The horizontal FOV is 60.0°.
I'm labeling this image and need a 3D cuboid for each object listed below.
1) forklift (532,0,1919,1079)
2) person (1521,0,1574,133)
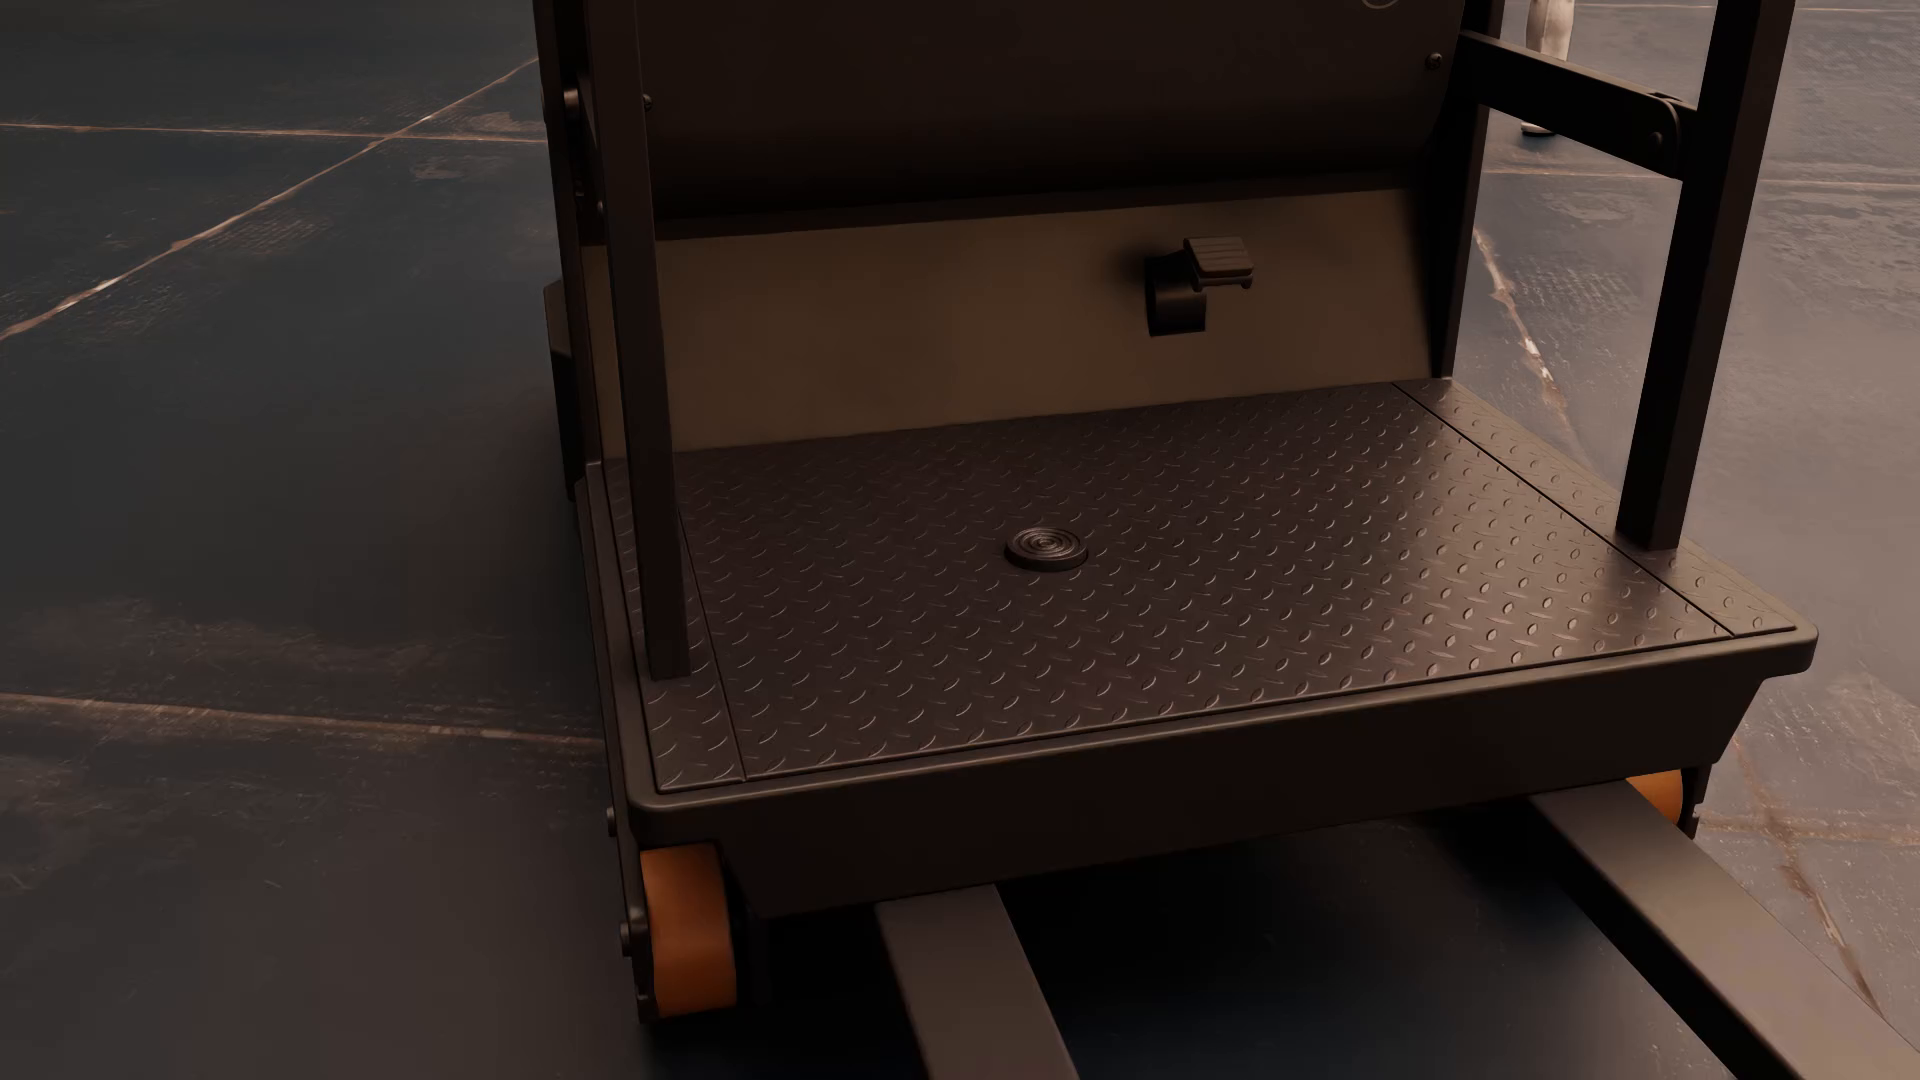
[{"bbox_3d":[0.153,-1.049,1.319,1.130,2.935,3.031,-7,27,-13],"label":"forklift"},{"bbox_3d":[1.586,-2.003,4.652,0.547,1.666,0.371,13,29,25],"label":"person"}]
